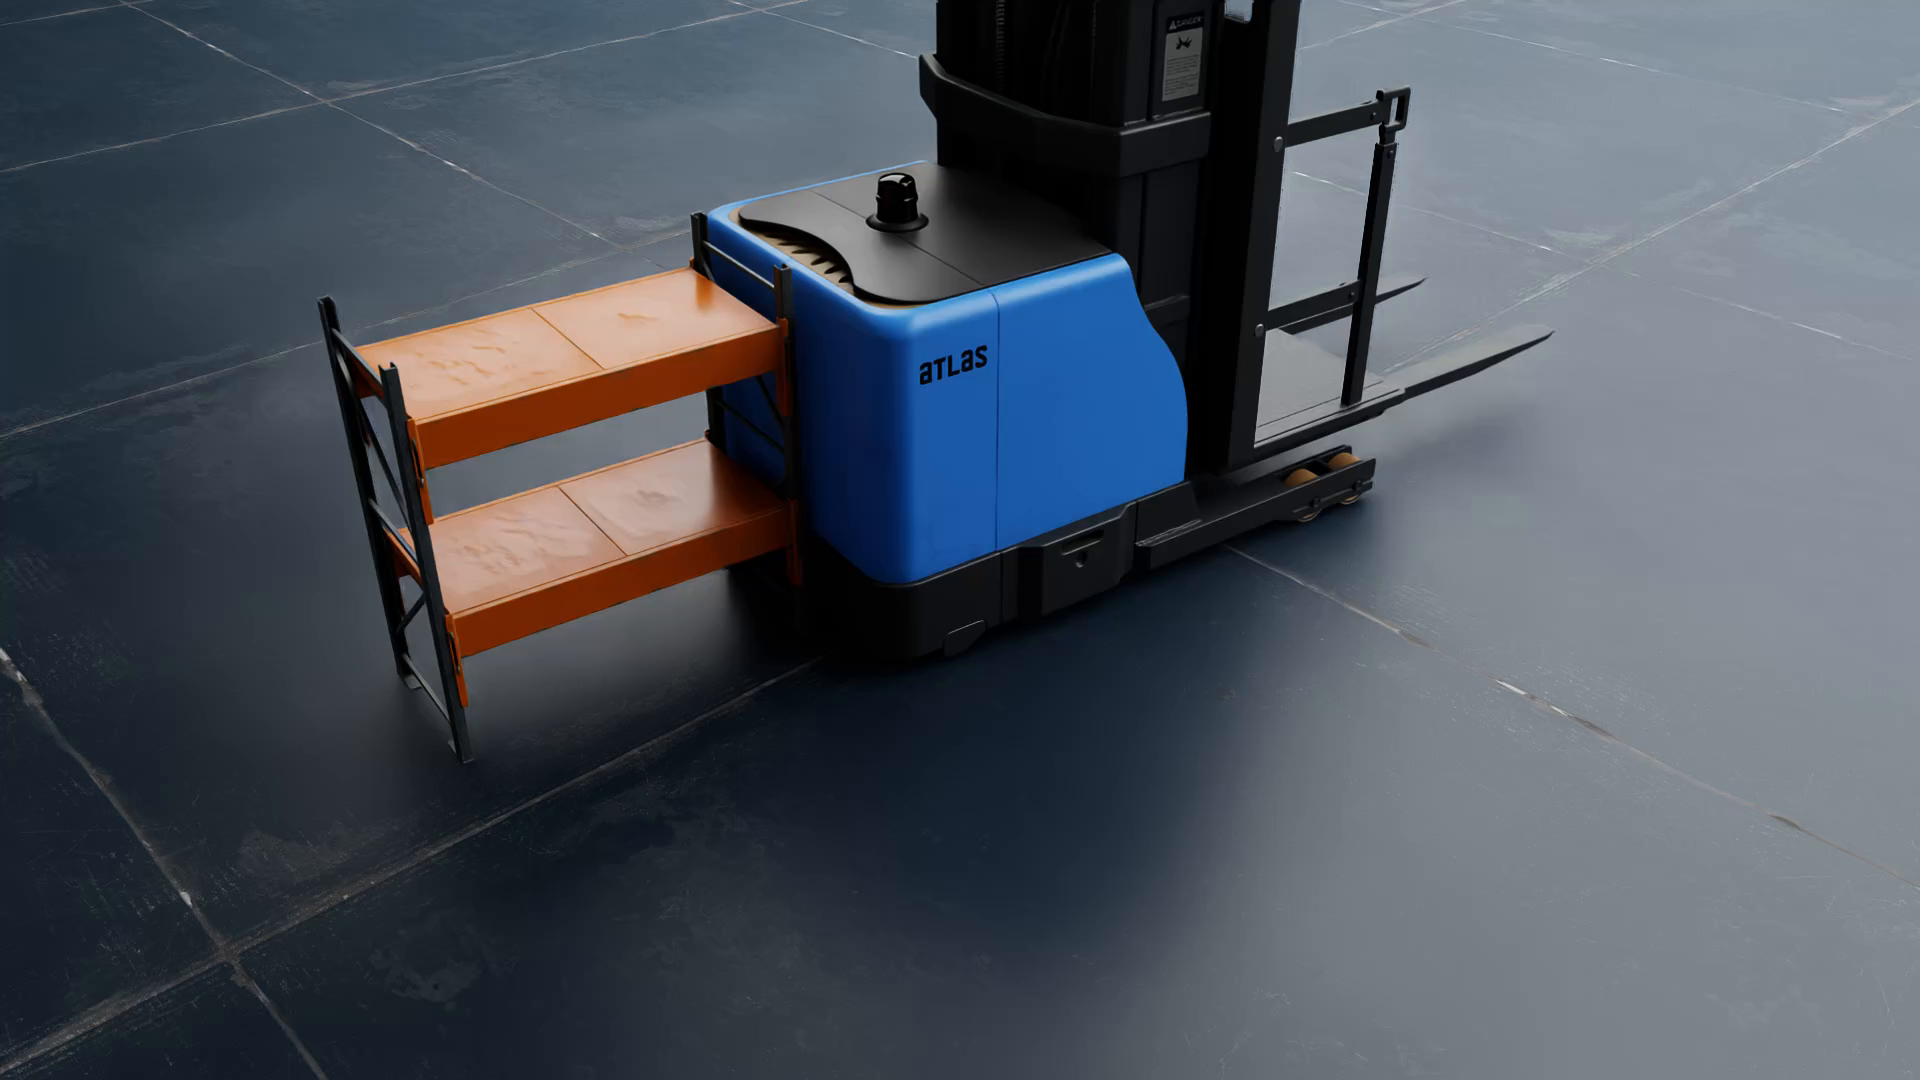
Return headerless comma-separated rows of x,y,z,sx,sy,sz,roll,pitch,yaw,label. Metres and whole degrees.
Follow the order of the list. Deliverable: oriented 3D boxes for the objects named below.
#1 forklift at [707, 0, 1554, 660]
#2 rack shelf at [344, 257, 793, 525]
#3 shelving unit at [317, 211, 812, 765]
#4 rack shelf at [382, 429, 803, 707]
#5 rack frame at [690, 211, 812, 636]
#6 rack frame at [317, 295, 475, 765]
0.741,-1.514,4.916,3.031,2.935,1.130,-20,37,-29,forklift
-1.000,-0.411,4.283,1.000,0.278,0.538,-20,37,-29,rack shelf
-1.000,-0.161,4.435,1.048,1.125,0.538,-20,37,-29,shelving unit
-1.000,0.047,4.563,1.000,0.278,0.538,-20,37,-29,rack shelf
-0.584,-0.314,4.685,0.032,1.125,0.500,-20,37,-29,rack frame
-1.416,-0.009,4.186,0.032,1.125,0.500,-20,37,-29,rack frame
